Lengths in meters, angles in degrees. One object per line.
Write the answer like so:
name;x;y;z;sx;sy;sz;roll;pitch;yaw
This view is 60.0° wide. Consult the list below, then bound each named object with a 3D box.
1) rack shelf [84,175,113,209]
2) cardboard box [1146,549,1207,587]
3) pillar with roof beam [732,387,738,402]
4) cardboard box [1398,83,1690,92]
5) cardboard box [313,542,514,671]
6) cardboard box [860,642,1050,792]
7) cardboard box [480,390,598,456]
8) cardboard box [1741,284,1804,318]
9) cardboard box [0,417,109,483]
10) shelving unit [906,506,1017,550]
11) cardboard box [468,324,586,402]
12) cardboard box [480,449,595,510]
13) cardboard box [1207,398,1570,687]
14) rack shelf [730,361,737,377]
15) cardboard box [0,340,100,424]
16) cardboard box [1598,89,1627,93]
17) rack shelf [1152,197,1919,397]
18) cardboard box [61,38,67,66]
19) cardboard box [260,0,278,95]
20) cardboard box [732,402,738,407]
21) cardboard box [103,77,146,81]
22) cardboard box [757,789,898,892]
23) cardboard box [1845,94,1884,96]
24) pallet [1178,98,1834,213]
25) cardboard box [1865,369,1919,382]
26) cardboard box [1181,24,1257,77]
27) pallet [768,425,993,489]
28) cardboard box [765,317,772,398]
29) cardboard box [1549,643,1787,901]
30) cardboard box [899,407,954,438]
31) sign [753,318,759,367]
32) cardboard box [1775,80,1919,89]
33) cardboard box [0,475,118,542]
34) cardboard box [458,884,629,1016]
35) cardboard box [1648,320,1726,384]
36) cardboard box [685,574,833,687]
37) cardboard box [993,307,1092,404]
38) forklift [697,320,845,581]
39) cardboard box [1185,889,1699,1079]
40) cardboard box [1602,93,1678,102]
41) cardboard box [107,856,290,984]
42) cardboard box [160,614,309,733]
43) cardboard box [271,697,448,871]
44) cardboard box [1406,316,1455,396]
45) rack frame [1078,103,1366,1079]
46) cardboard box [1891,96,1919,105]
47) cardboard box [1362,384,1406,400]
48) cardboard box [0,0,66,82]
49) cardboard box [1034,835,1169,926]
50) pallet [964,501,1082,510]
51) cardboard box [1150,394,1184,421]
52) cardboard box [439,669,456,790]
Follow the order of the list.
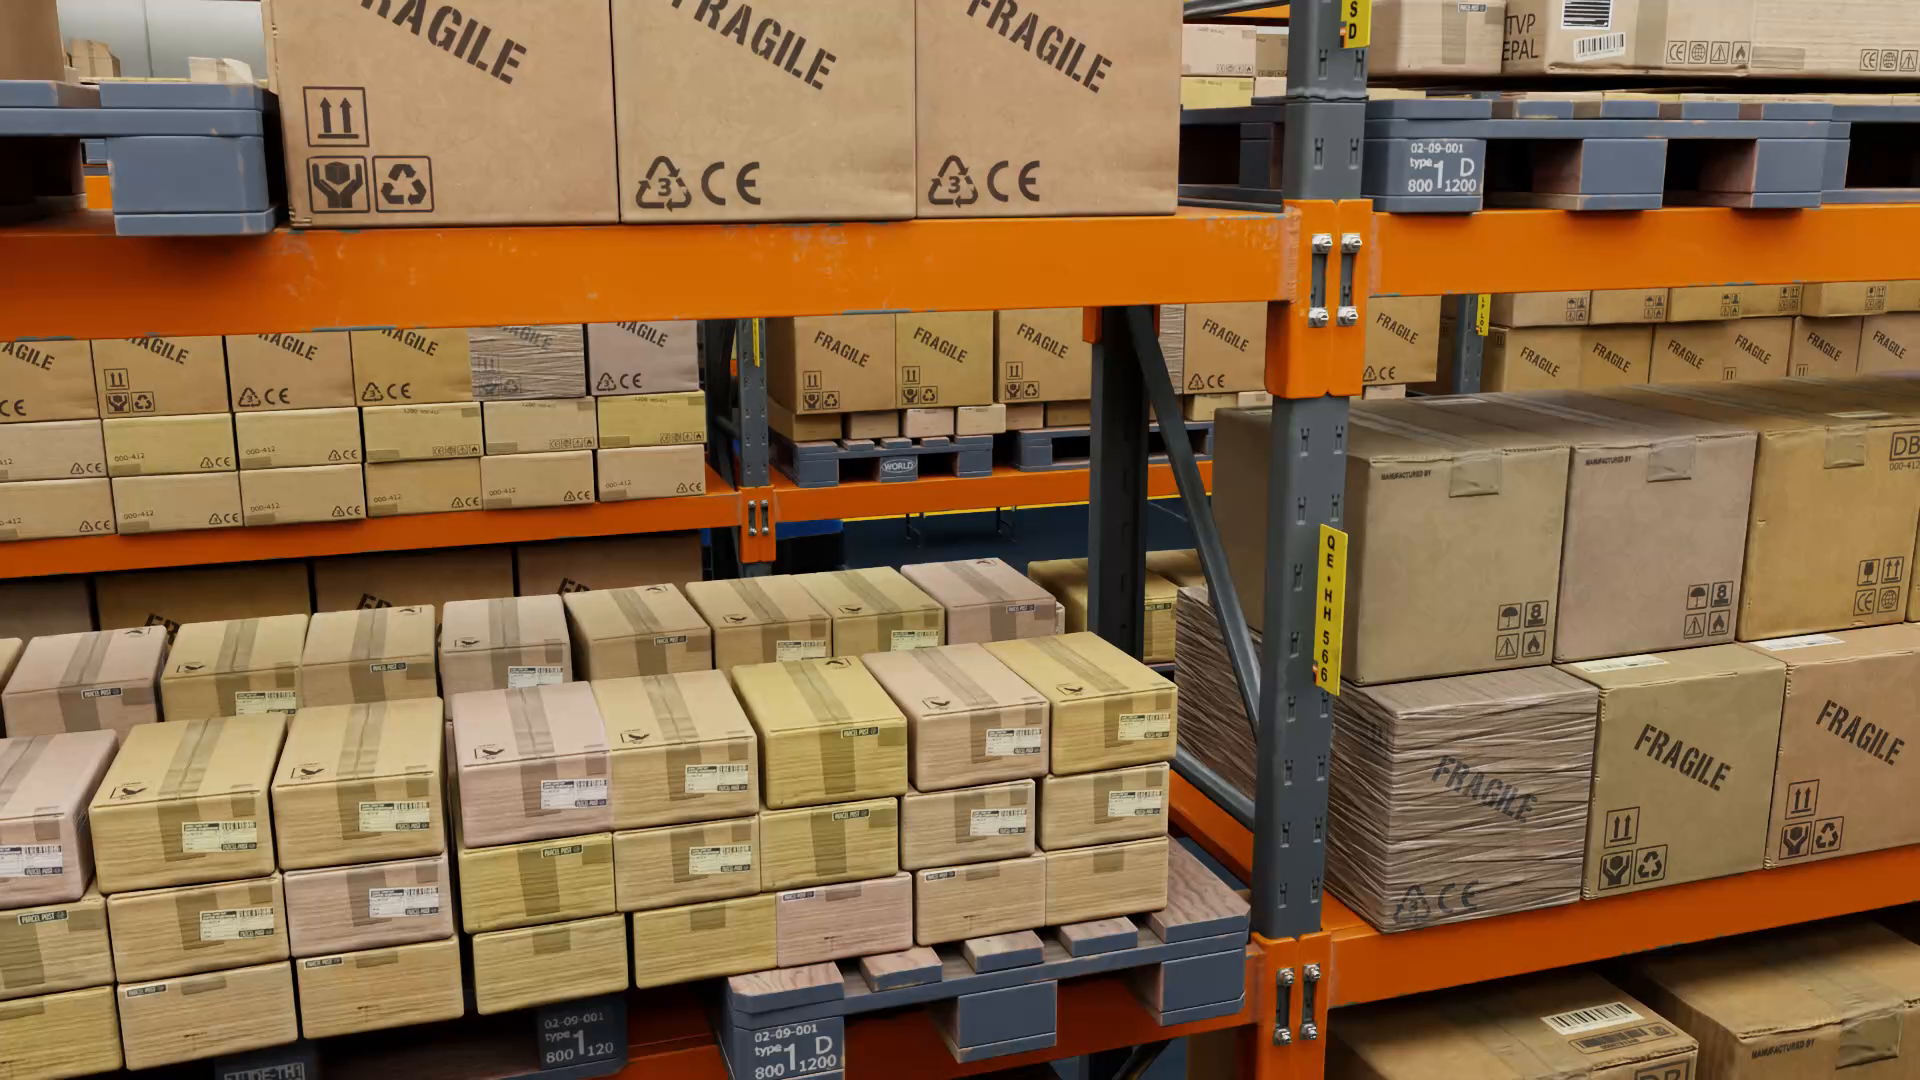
rack shelf;-3.030;-1.497;7.526;4.000;0.370;1.077;-4;14;-18
cardboard box;1.480;0.337;9.516;0.625;0.372;0.950;-4;14;-15
pillar with roof beam;-0.400;-3.892;9.558;0.400;9.000;9.100;-4;14;-18
cardboard box;1.435;-1.269;4.082;0.500;0.311;0.500;-4;14;-18
cardboard box;-2.662;0.392;8.197;0.875;0.875;0.875;-4;14;-17
cardboard box;-0.017;0.326;3.139;0.250;0.149;0.380;-5;14;-19
cardboard box;-1.997;-0.575;7.823;0.500;0.250;0.500;-5;14;-20
cardboard box;4.583;-1.617;9.941;0.500;0.500;0.700;-5;14;-18
cardboard box;-3.933;-0.425;7.193;0.500;0.250;0.500;-4;14;-17
shelving unit;0.006;-0.730;12.471;0.755;1.500;0.431;-4;14;-18
cardboard box;-2.025;-0.935;7.715;0.500;0.500;0.500;-4;14;-17
cardboard box;-2.010;-0.327;7.858;0.500;0.250;0.500;-4;14;-17
cardboard box;0.969;-0.023;3.880;0.500;0.500;0.700;-5;14;-18
rack shelf;-0.826;-1.421;13.690;4.000;0.370;1.077;-4;14;-18
cardboard box;-3.944;-0.788;7.097;0.500;0.500;0.500;-5;14;-18
cardboard box;3.549;-2.550;9.219;0.250;0.149;0.380;-5;14;-20
rack shelf;2.436;-0.714;4.234;4.000;0.370;1.077;-4;14;-18
cardboard box;-6.116;-3.210;11.056;0.258;0.266;0.396;-5;14;-19
cardboard box;-2.713;-2.054;7.189;0.500;0.500;0.500;-4;14;-18
cardboard box;-1.509;-0.766;13.603;0.625;0.625;0.875;-4;14;-16
cardboard box;-5.605;-3.034;11.209;0.250;0.149;0.380;-5;14;-19
cardboard box;-0.284;0.493;3.082;0.250;0.149;0.380;-4;14;-17
cardboard box;5.238;-2.703;9.864;0.250;0.149;0.380;-4;14;-18
pallet;1.133;-0.883;3.801;1.003;0.211;1.213;-4;14;-15
cardboard box;2.896;-0.174;4.514;0.500;0.500;0.700;-4;14;-18
cardboard box;1.188;-2.513;8.581;0.500;0.250;0.500;-4;14;-17
pallet;-0.493;-0.518;8.752;1.003;0.211;1.213;-4;14;-18
cardboard box;-0.792;-1.027;8.713;0.500;0.500;0.500;-5;14;-20
cardboard box;1.533;0.482;3.917;0.500;0.500;0.500;-5;14;-19
cardboard box;-0.215;-0.624;8.419;0.250;0.149;0.380;-5;14;-22
sign;-0.954;-0.977;7.766;0.005;0.325;0.100;-4;14;-18
cardboard box;2.258;-1.206;3.817;0.500;0.311;0.500;-5;14;-19
cardboard box;-3.934;-0.180;7.242;0.500;0.250;0.500;-5;14;-19
cardboard box;-0.753;0.673;2.967;0.250;0.149;0.380;-5;14;-21
cardboard box;4.111;-1.071;9.806;0.500;0.500;0.500;-5;14;-19
cardboard box;-0.448;0.201;3.667;0.250;0.149;0.380;-5;14;-18
cardboard box;0.359;-0.996;8.581;0.500;0.500;0.500;-4;14;-17
forklift;-2.361;-1.141;11.105;3.031;2.935;1.130;-6;15;-25
cardboard box;1.146;1.408;4.195;0.750;0.750;1.050;-5;14;-19
cardboard box;3.647;-2.374;9.340;0.500;0.250;0.500;-5;14;-19
cardboard box;-1.249;0.567;2.768;0.250;0.149;0.380;-5;14;-19
cardboard box;-1.443;0.278;3.341;0.250;0.149;0.380;-5;14;-19
cardboard box;-1.005;0.403;2.815;0.250;0.149;0.380;-4;14;-15
cardboard box;2.998;-1.111;9.973;0.500;0.500;0.500;-5;14;-20
rack frame;0.540;0.543;3.878;0.127;3.000;1.000;-4;14;-18
cardboard box;5.567;-2.526;9.979;0.500;0.250;0.500;-5;14;-19
cardboard box;2.257;-0.814;9.218;0.250;0.149;0.380;-4;14;-17
cardboard box;-1.745;-0.961;2.587;0.637;0.503;0.797;-5;14;-19
cardboard box;0.219;0.598;3.281;0.250;0.149;0.380;-4;14;-17
pallet;0.384;-0.499;14.285;1.213;0.211;1.003;-4;14;-18
cardboard box;1.003;-0.745;8.928;0.250;0.149;0.380;-5;14;-20
cardboard box;-0.966;0.386;3.532;0.250;0.149;0.380;-4;14;-18
